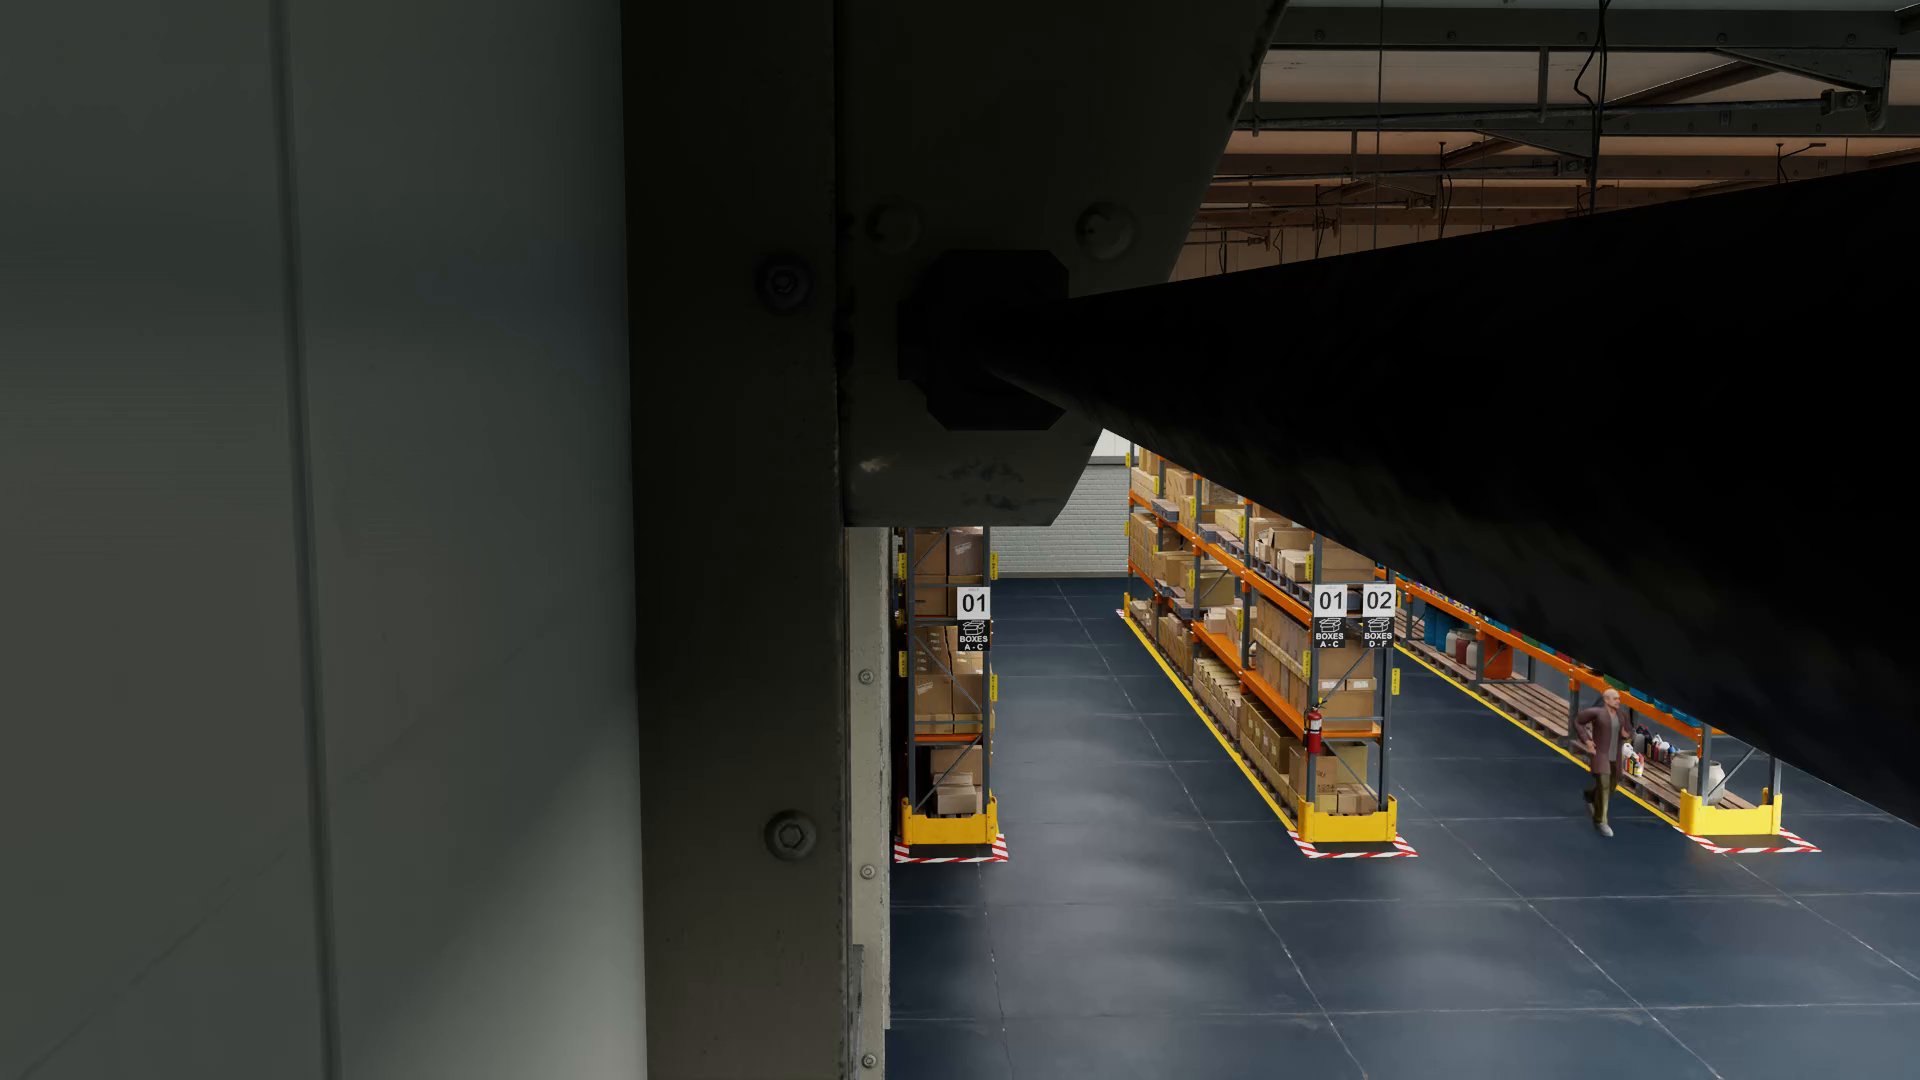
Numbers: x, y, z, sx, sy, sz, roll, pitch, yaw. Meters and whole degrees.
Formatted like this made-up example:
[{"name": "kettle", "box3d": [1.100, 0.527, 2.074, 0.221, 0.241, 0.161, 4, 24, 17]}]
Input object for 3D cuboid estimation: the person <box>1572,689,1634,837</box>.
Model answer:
[{"name": "person", "box3d": [8.213, 2.756, 21.110, 0.718, 1.750, 1.036, -2, 8, -16]}]
